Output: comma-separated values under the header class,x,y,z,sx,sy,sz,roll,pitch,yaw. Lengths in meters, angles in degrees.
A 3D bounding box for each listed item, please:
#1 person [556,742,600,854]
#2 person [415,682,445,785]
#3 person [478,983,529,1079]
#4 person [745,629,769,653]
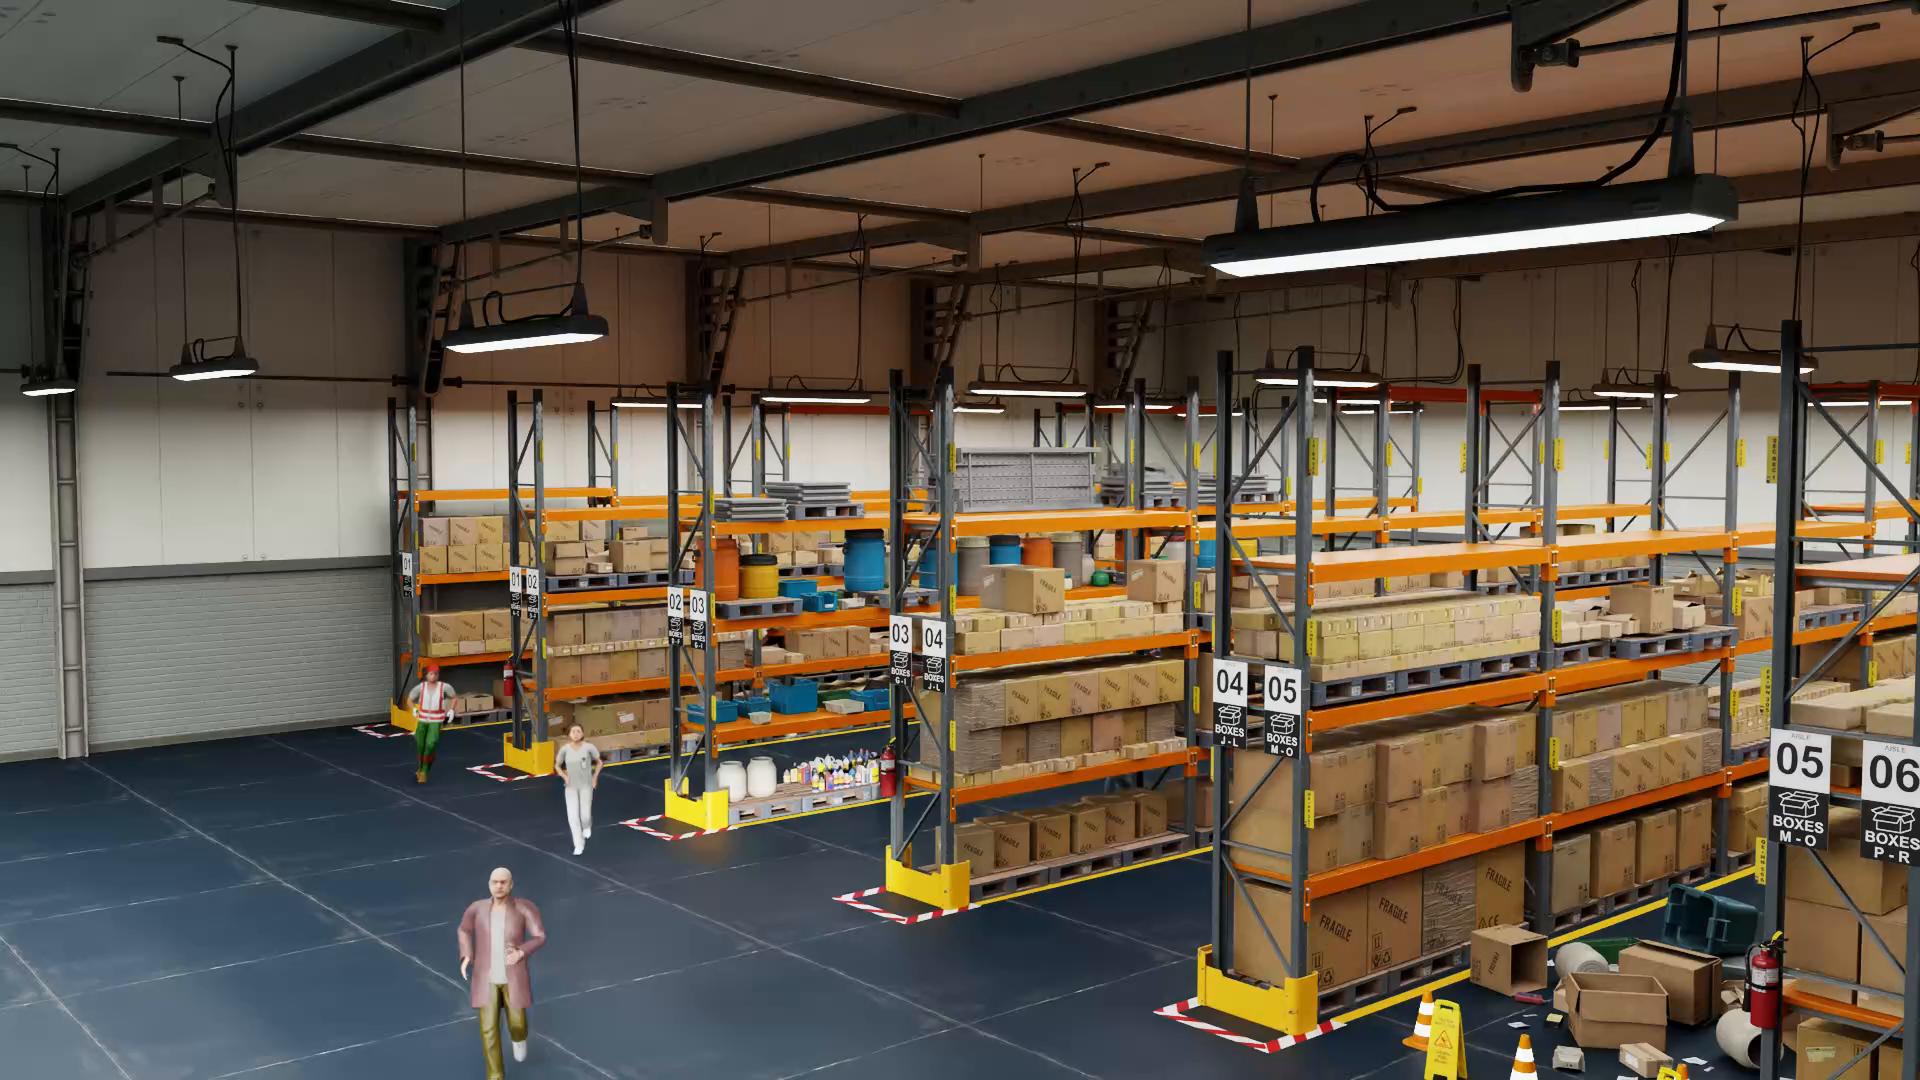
class,x,y,z,sx,sy,sz,roll,pitch,yaw
person,-4.837,3.242,21.074,0.545,1.386,0.625,0,3,-7
person,-8.143,2.930,25.464,0.507,1.530,0.700,0,3,-4
person,-3.688,3.861,13.412,0.391,1.037,0.897,0,3,-8
person,-4.028,1.730,31.579,0.518,0.873,0.674,-3,5,-43
